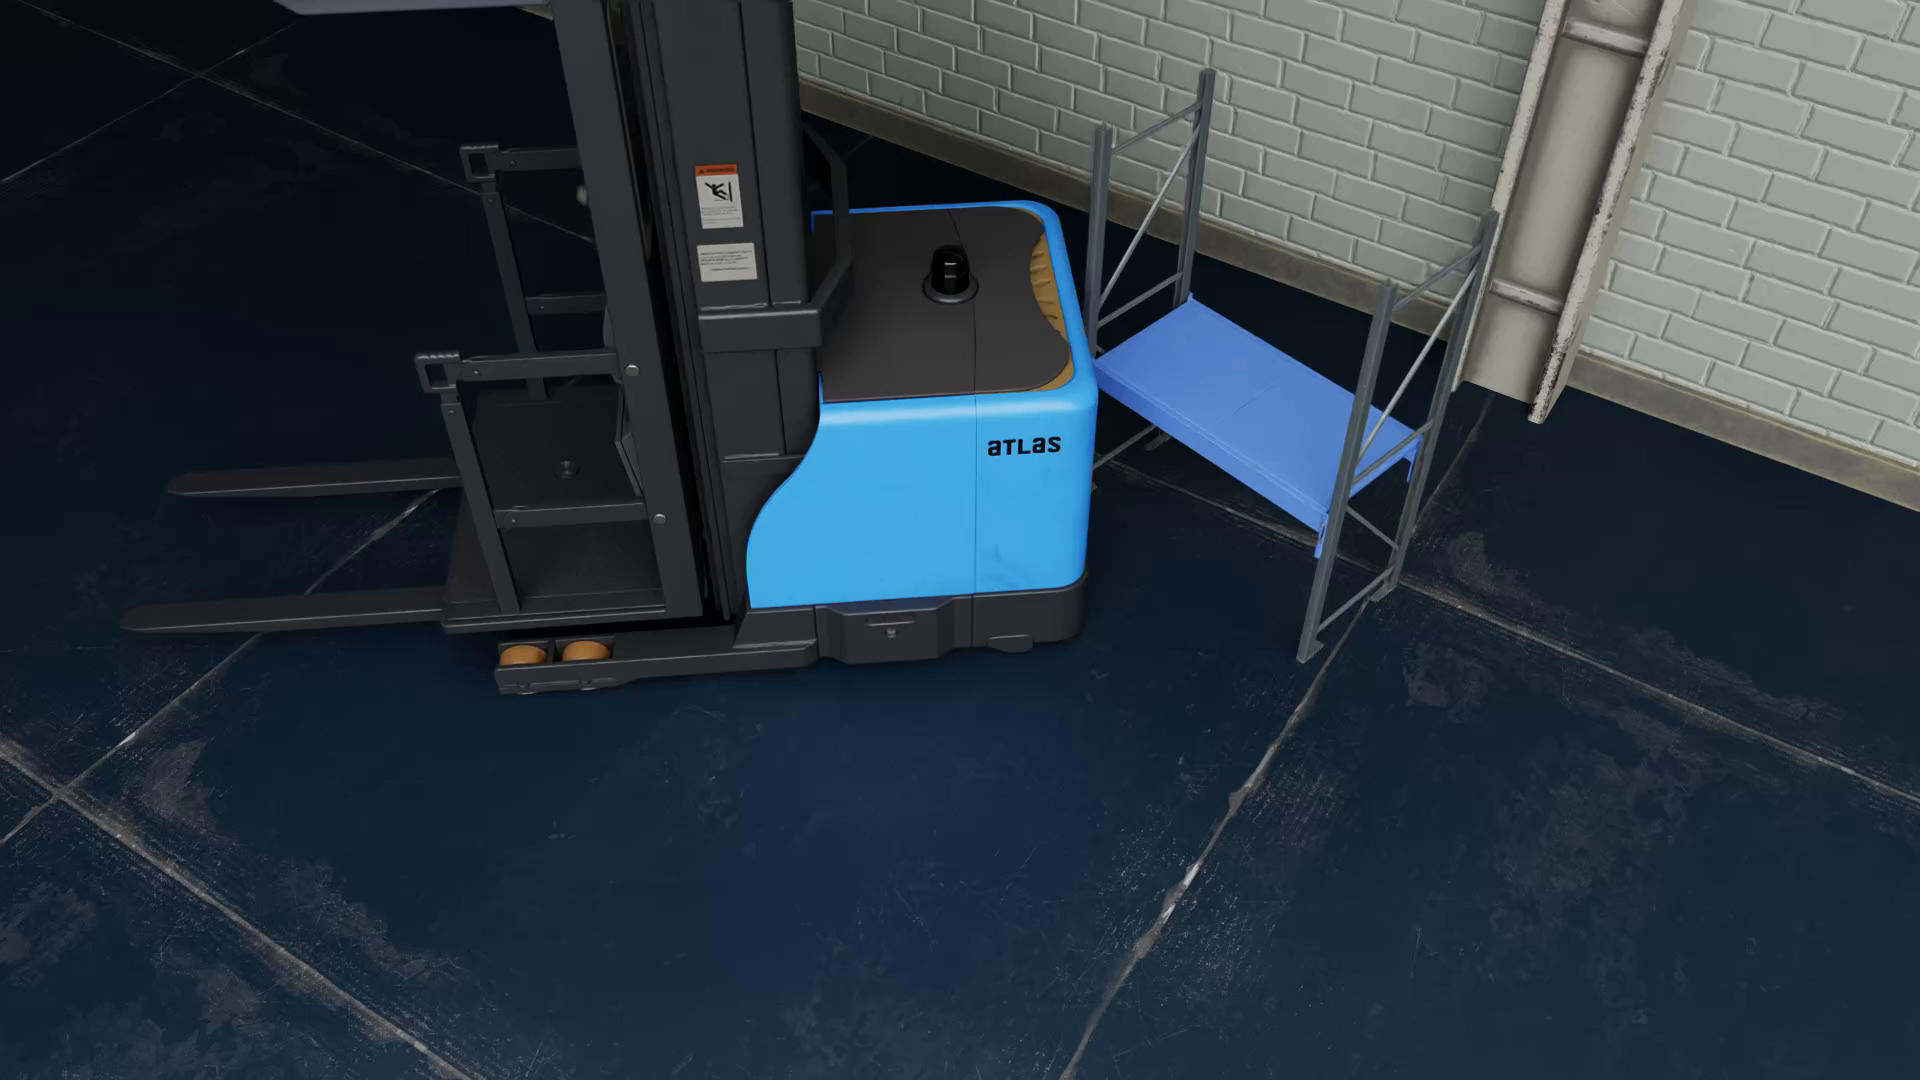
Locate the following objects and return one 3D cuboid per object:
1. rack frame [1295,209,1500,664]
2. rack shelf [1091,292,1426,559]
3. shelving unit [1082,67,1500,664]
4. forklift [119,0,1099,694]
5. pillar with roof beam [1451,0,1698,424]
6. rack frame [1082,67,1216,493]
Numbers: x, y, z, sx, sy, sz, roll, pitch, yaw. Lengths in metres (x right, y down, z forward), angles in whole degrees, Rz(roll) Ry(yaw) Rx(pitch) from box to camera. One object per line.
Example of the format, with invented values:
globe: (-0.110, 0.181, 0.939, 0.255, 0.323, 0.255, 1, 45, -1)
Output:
rack frame: (1.278, -0.252, 4.949, 0.500, 1.500, 0.032, -34, 55, -28)
rack shelf: (0.931, -0.393, 5.337, 0.538, 0.185, 1.000, -34, 55, -28)
shelving unit: (0.931, -0.518, 5.208, 0.538, 1.500, 1.048, -34, 55, -28)
forklift: (-1.140, -0.930, 4.610, 3.031, 2.935, 1.130, -4, 46, -4)
pillar with roof beam: (-0.252, -1.134, 0.578, 0.400, 9.000, 9.100, 25, 51, 22)
rack frame: (0.584, -0.785, 5.467, 0.500, 1.500, 0.032, -34, 55, -28)
